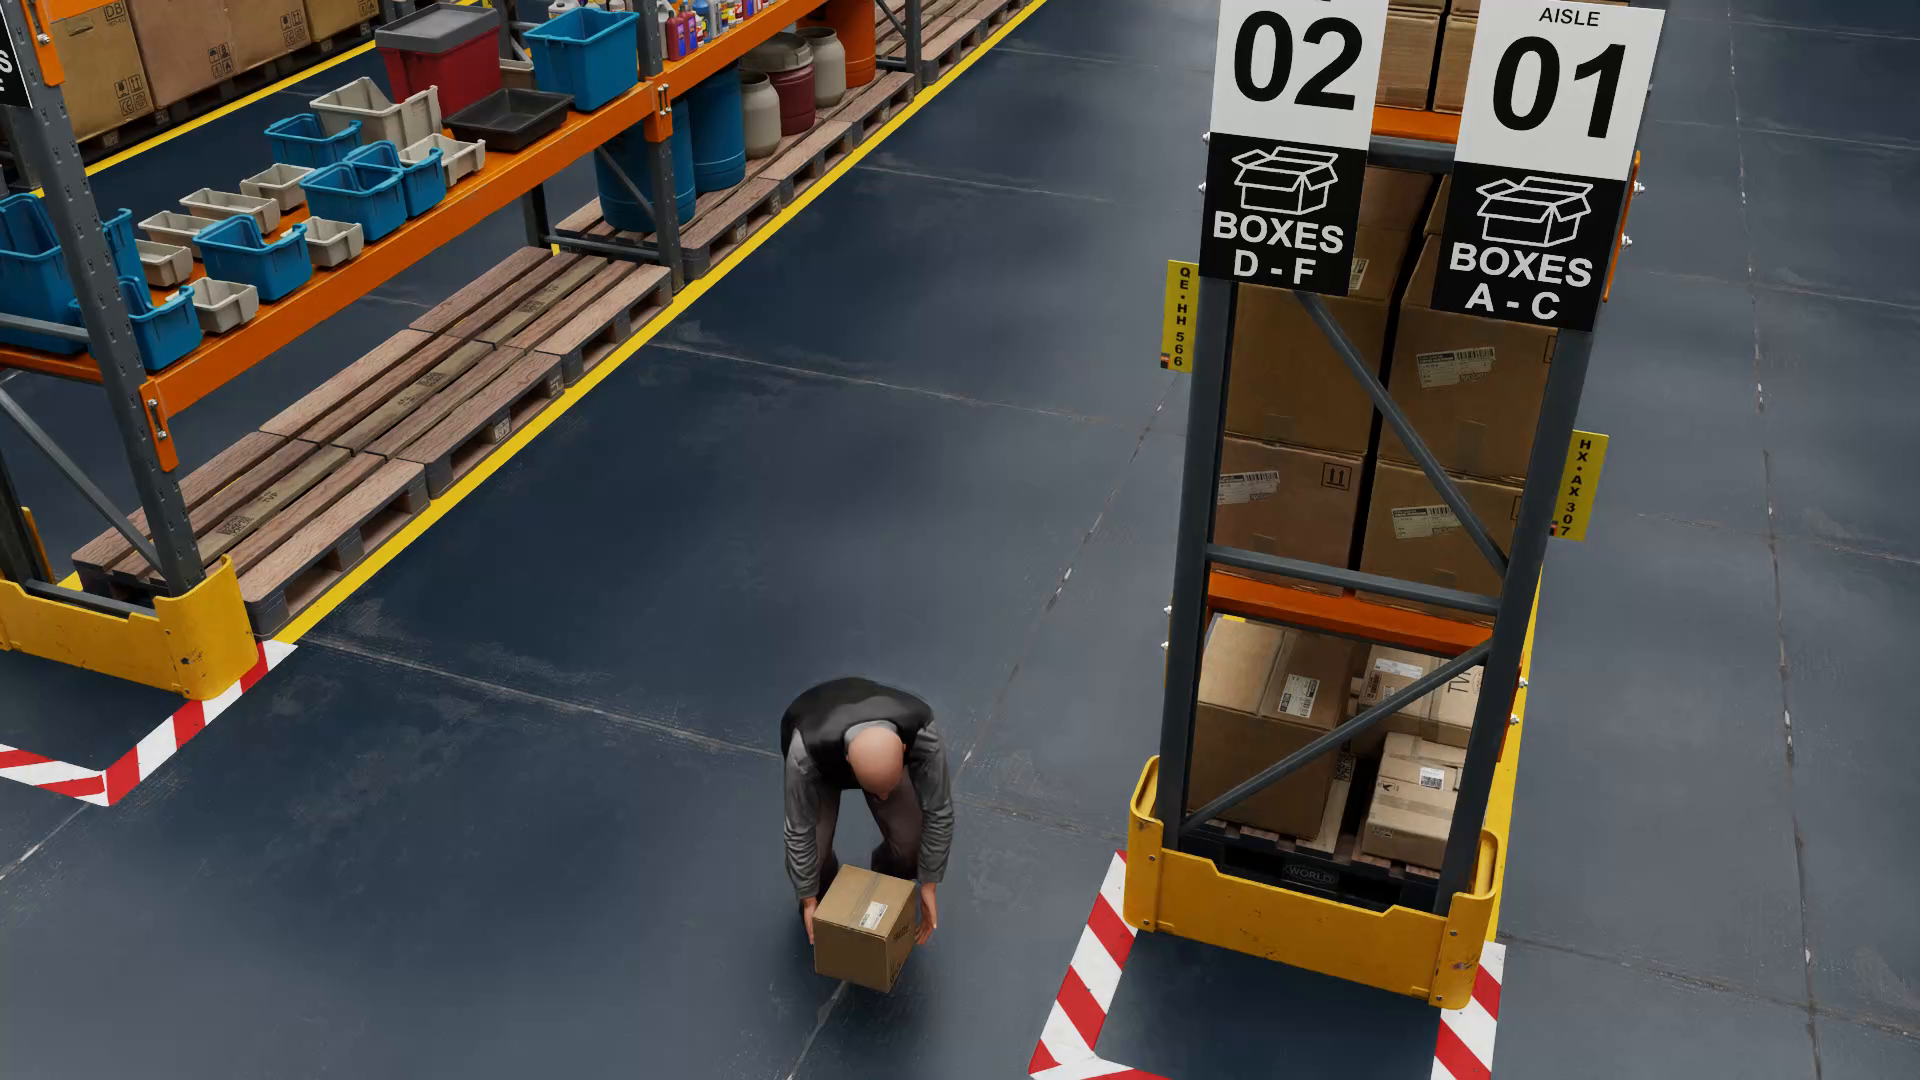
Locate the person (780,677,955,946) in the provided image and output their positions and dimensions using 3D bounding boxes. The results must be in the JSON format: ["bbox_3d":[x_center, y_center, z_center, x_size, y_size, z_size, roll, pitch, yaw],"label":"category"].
[{"bbox_3d":[-0.313,0.855,5.472,0.553,1.047,0.828,-4,33,-6],"label":"person"}]
